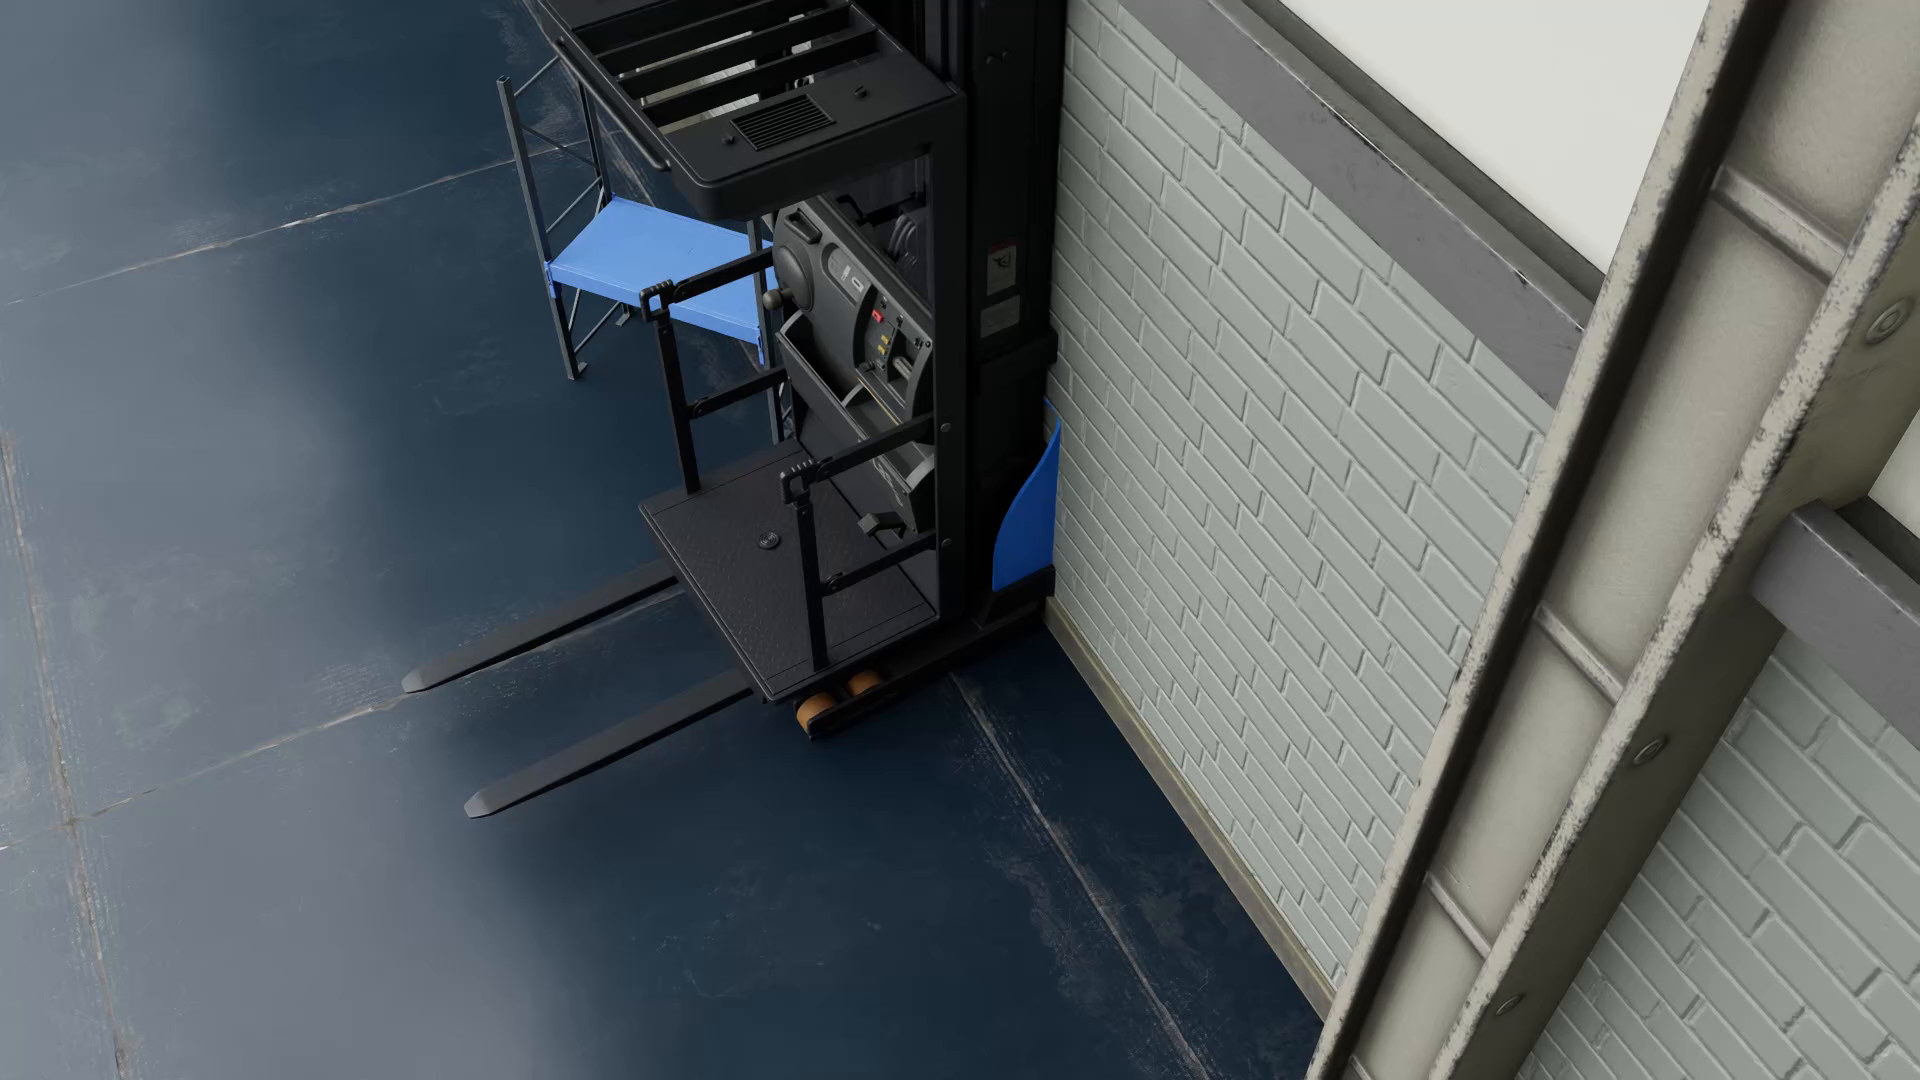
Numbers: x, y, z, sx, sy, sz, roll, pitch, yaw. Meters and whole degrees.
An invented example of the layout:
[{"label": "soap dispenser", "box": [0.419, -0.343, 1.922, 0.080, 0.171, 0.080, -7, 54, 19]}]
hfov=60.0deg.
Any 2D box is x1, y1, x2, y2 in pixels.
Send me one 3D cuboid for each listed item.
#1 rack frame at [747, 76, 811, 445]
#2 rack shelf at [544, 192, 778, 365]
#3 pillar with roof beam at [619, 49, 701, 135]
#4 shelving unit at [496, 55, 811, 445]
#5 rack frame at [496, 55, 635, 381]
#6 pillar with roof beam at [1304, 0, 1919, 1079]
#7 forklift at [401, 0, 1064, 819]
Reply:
[{"label": "rack frame", "box": [-0.666, -1.050, 6.564, 0.032, 1.500, 0.500, 19, 51, 16]}, {"label": "rack shelf", "box": [-1.130, -1.088, 6.837, 1.000, 0.185, 0.538, 19, 51, 16]}, {"label": "pillar with roof beam", "box": [-5.337, -3.652, 3.858, 9.100, 9.000, 0.400, -21, 52, -18]}, {"label": "shelving unit", "box": [-1.130, -1.207, 6.702, 1.048, 1.500, 0.538, 19, 51, 16]}, {"label": "rack frame", "box": [-1.593, -1.364, 6.839, 0.032, 1.500, 0.500, 19, 51, 16]}, {"label": "pillar with roof beam", "box": [-2.591, 0.364, 0.346, 9.100, 9.000, 0.400, -21, 52, -18]}, {"label": "forklift", "box": [-0.531, -0.712, 5.318, 3.031, 2.935, 1.130, -25, 54, -21]}]
